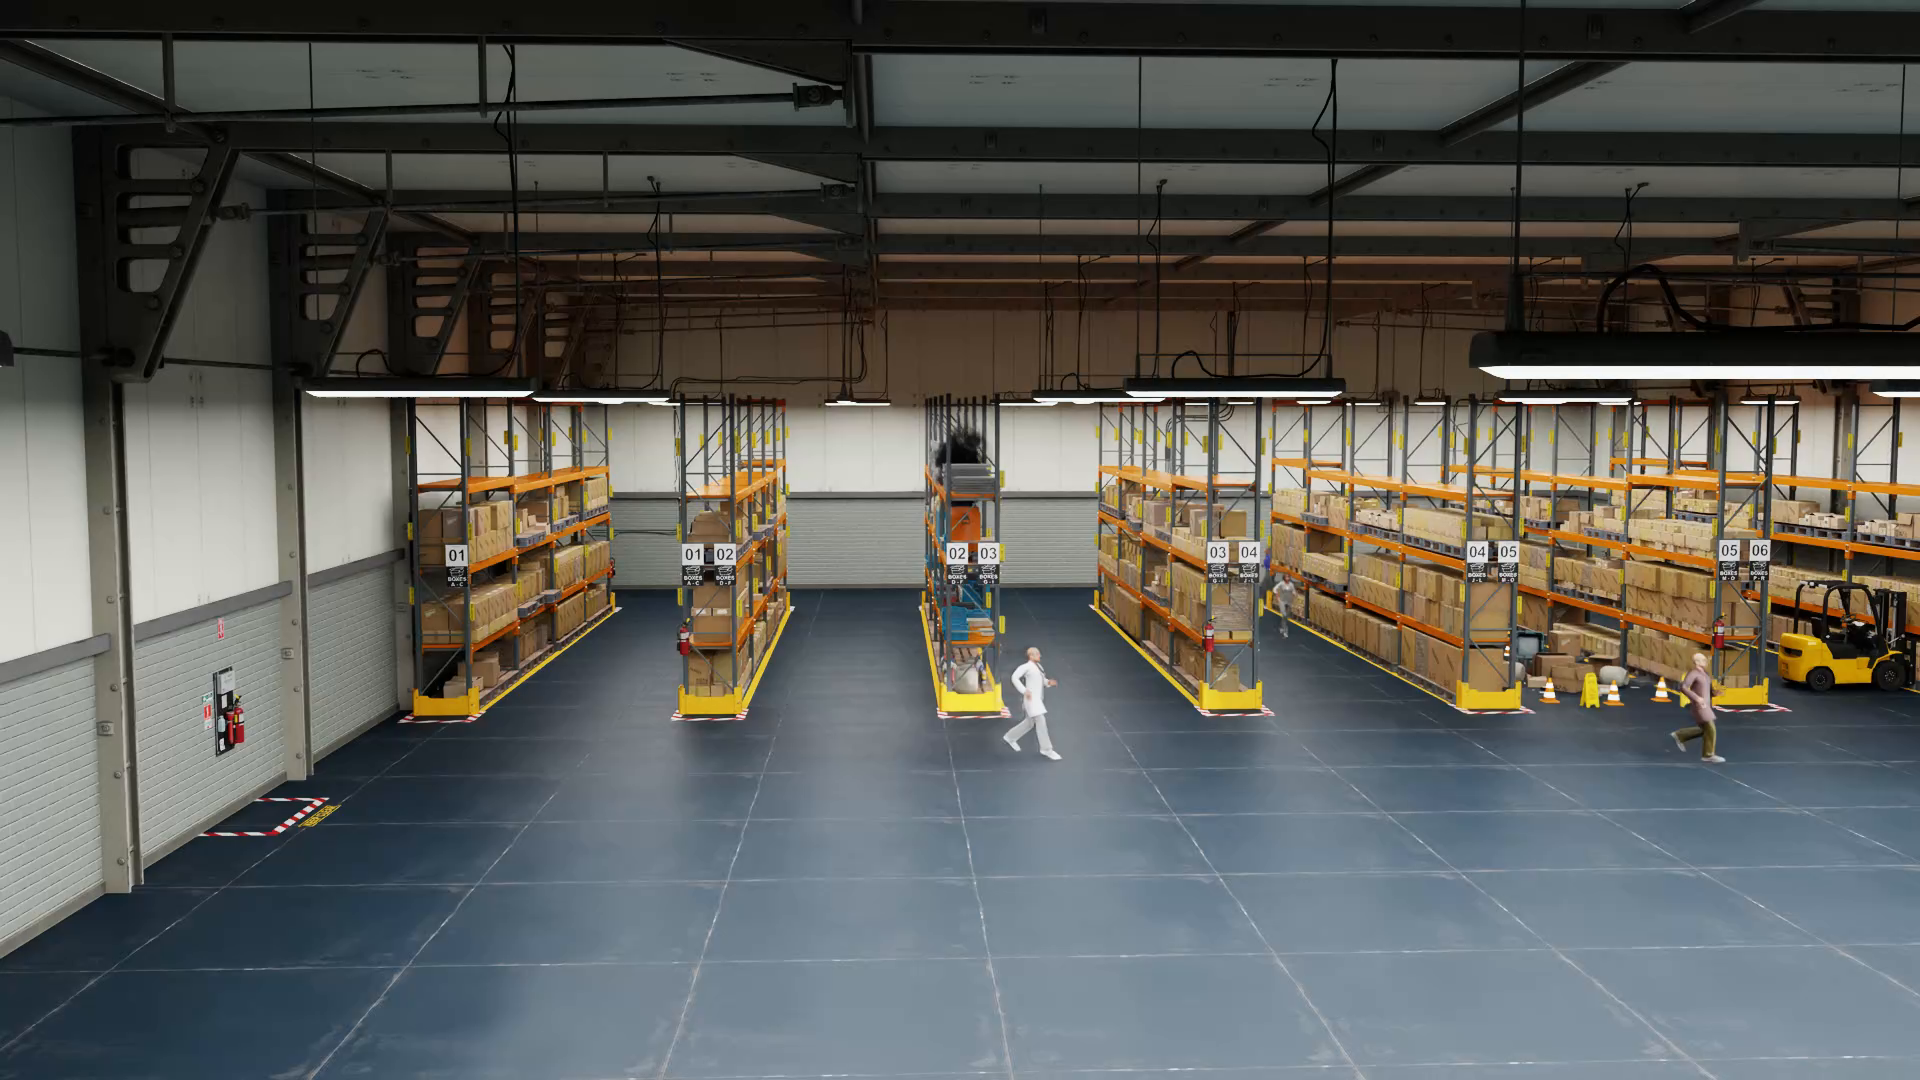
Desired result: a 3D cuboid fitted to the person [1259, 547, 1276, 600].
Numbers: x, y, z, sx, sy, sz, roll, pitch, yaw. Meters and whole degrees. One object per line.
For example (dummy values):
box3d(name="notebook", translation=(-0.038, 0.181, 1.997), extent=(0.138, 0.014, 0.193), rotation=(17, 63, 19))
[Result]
box3d(name="person", translation=(9.169, 1.024, 49.160), extent=(0.920, 1.666, 0.611), rotation=(0, 5, -2))

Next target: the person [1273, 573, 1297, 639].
box3d(name="person", translation=(8.152, 1.629, 41.659), extent=(0.528, 1.640, 0.768), rotation=(-1, 5, -8))

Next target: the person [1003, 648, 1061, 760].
box3d(name="person", translation=(1.185, 2.663, 27.322), extent=(1.040, 1.805, 0.703), rotation=(2, 5, 19))

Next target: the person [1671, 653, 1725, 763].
box3d(name="person", translation=(12.012, 2.714, 27.052), extent=(0.897, 1.745, 0.720), rotation=(4, 6, 42))
